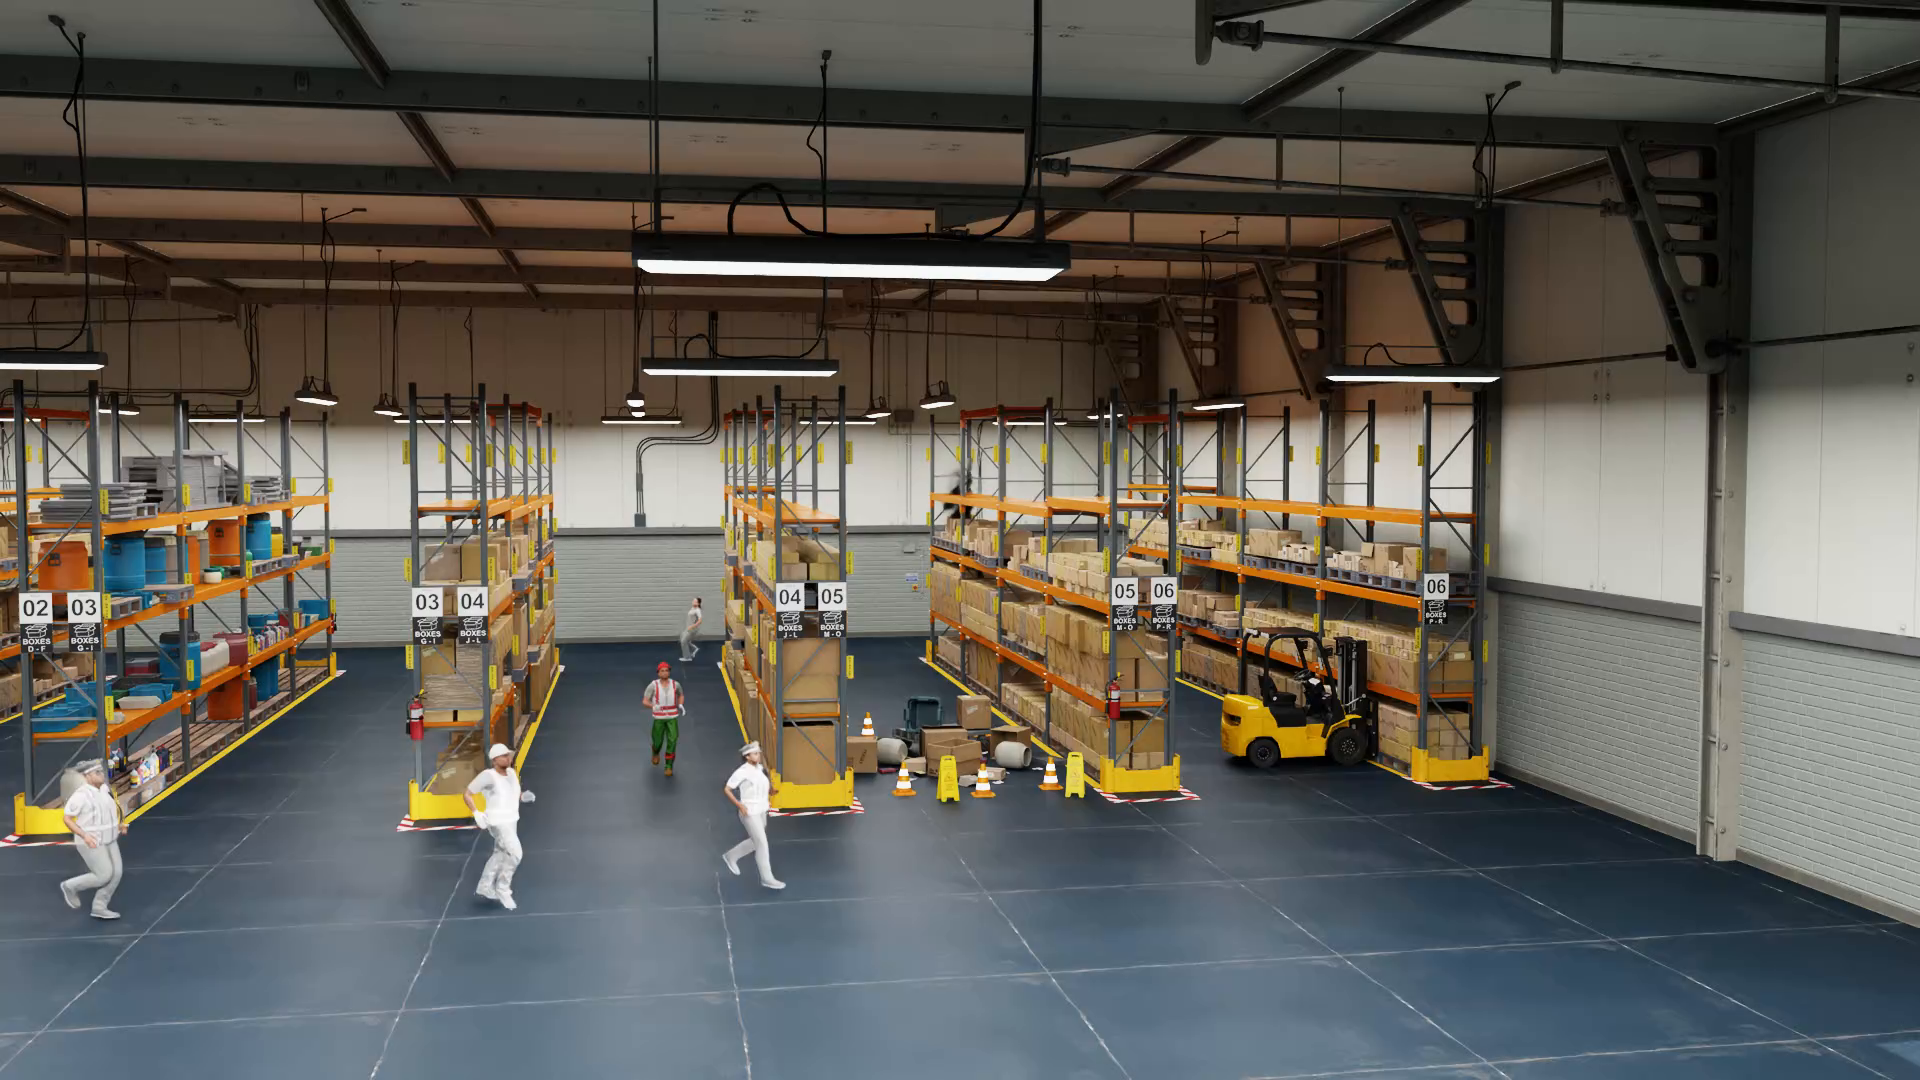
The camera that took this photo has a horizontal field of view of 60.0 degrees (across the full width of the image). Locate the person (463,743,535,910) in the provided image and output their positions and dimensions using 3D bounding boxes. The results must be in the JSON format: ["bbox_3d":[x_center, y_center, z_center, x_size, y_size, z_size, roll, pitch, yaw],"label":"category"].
[{"bbox_3d":[-5.081,3.178,18.476,0.753,1.833,0.663,1,3,14],"label":"person"}]

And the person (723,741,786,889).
[{"bbox_3d":[-2.409,3.163,19.315,0.904,1.673,0.583,1,3,26],"label":"person"}]

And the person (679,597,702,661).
[{"bbox_3d":[-6.516,2.161,40.303,0.518,1.582,0.645,-1,3,-25],"label":"person"}]

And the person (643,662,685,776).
[{"bbox_3d":[-4.644,2.800,26.156,0.666,1.756,0.832,-1,3,-20],"label":"person"}]

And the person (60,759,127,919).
[{"bbox_3d":[-9.364,3.227,17.975,0.602,1.742,0.664,0,3,8],"label":"person"}]
